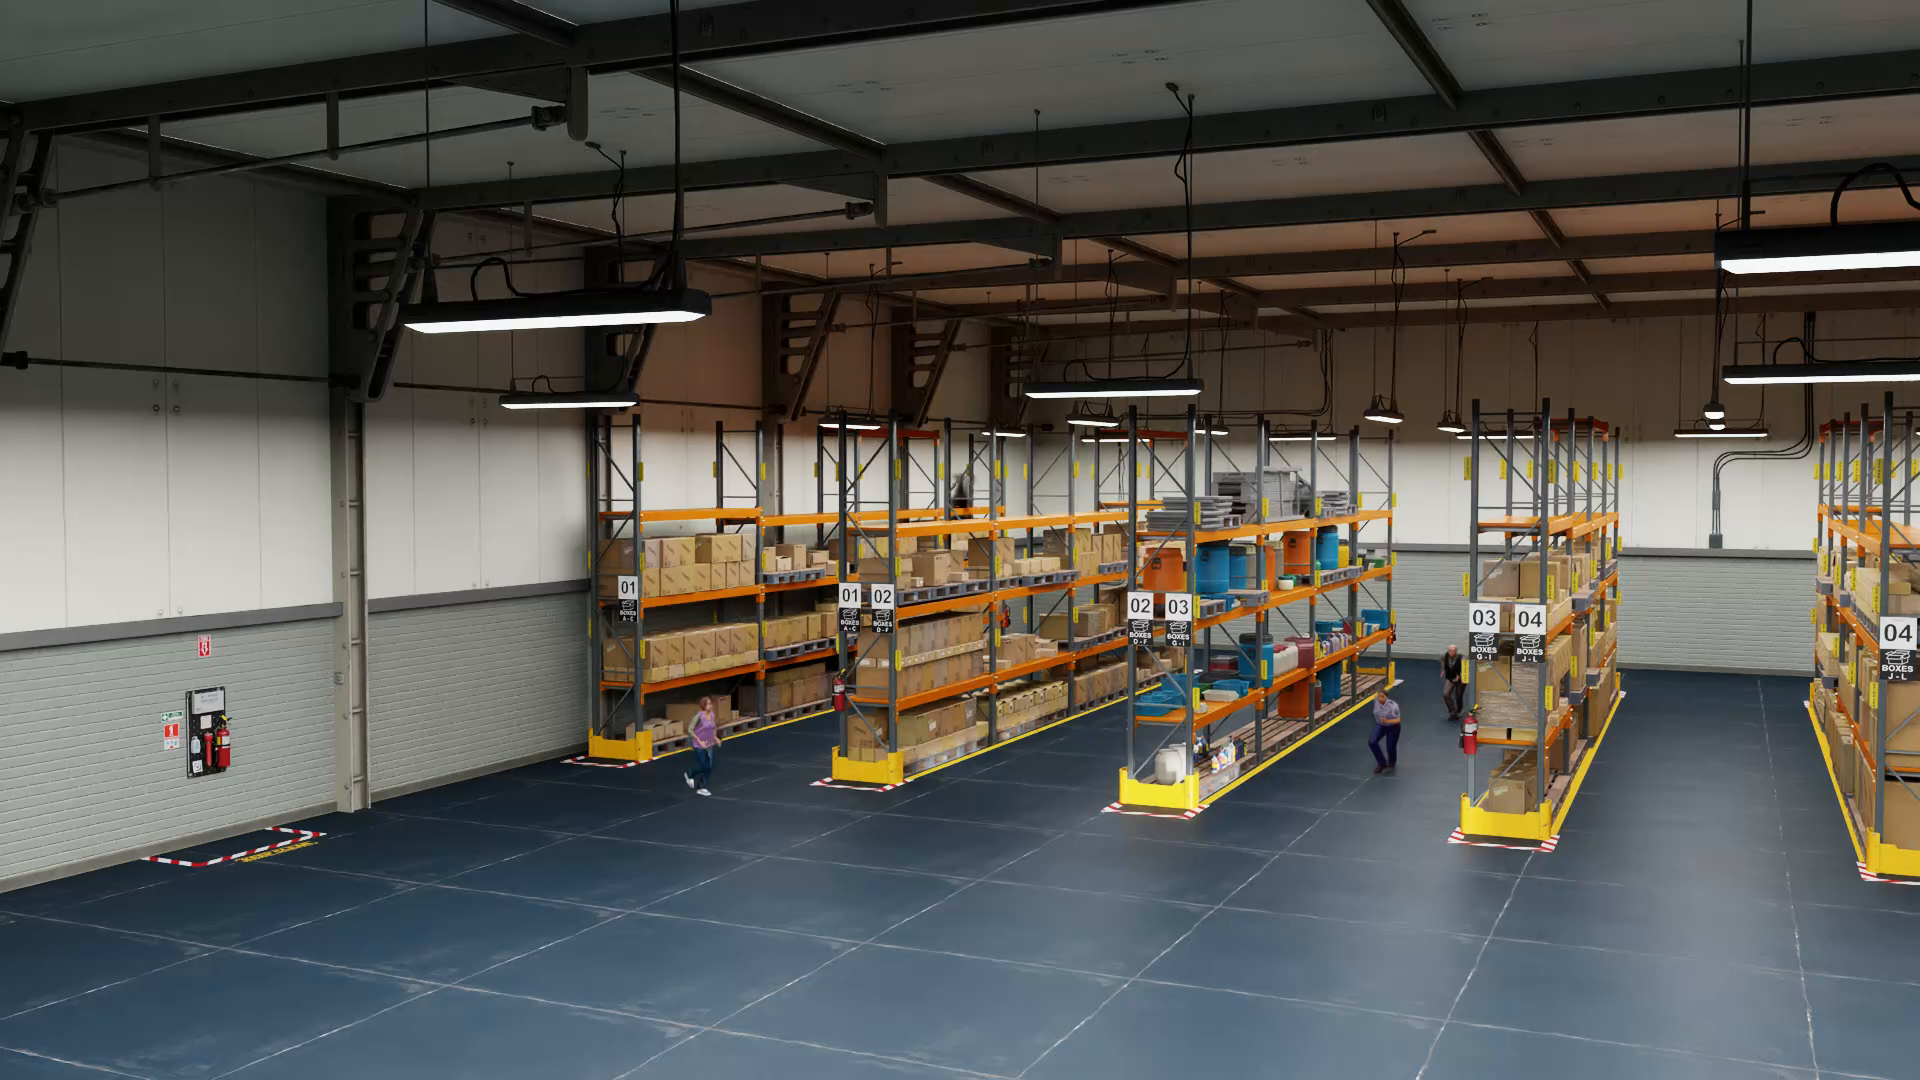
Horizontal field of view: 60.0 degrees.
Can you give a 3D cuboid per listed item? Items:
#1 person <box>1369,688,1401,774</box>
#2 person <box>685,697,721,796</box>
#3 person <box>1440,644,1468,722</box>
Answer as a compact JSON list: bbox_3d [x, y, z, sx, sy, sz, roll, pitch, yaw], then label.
[{"bbox_3d":[7.081,3.127,27.486,0.573,1.438,1.094,2,3,34],"label":"person"},{"bbox_3d":[-4.023,3.185,25.756,0.582,1.532,0.540,2,3,40],"label":"person"},{"bbox_3d":[10.039,2.846,33.537,0.648,1.557,1.077,1,3,31],"label":"person"}]
